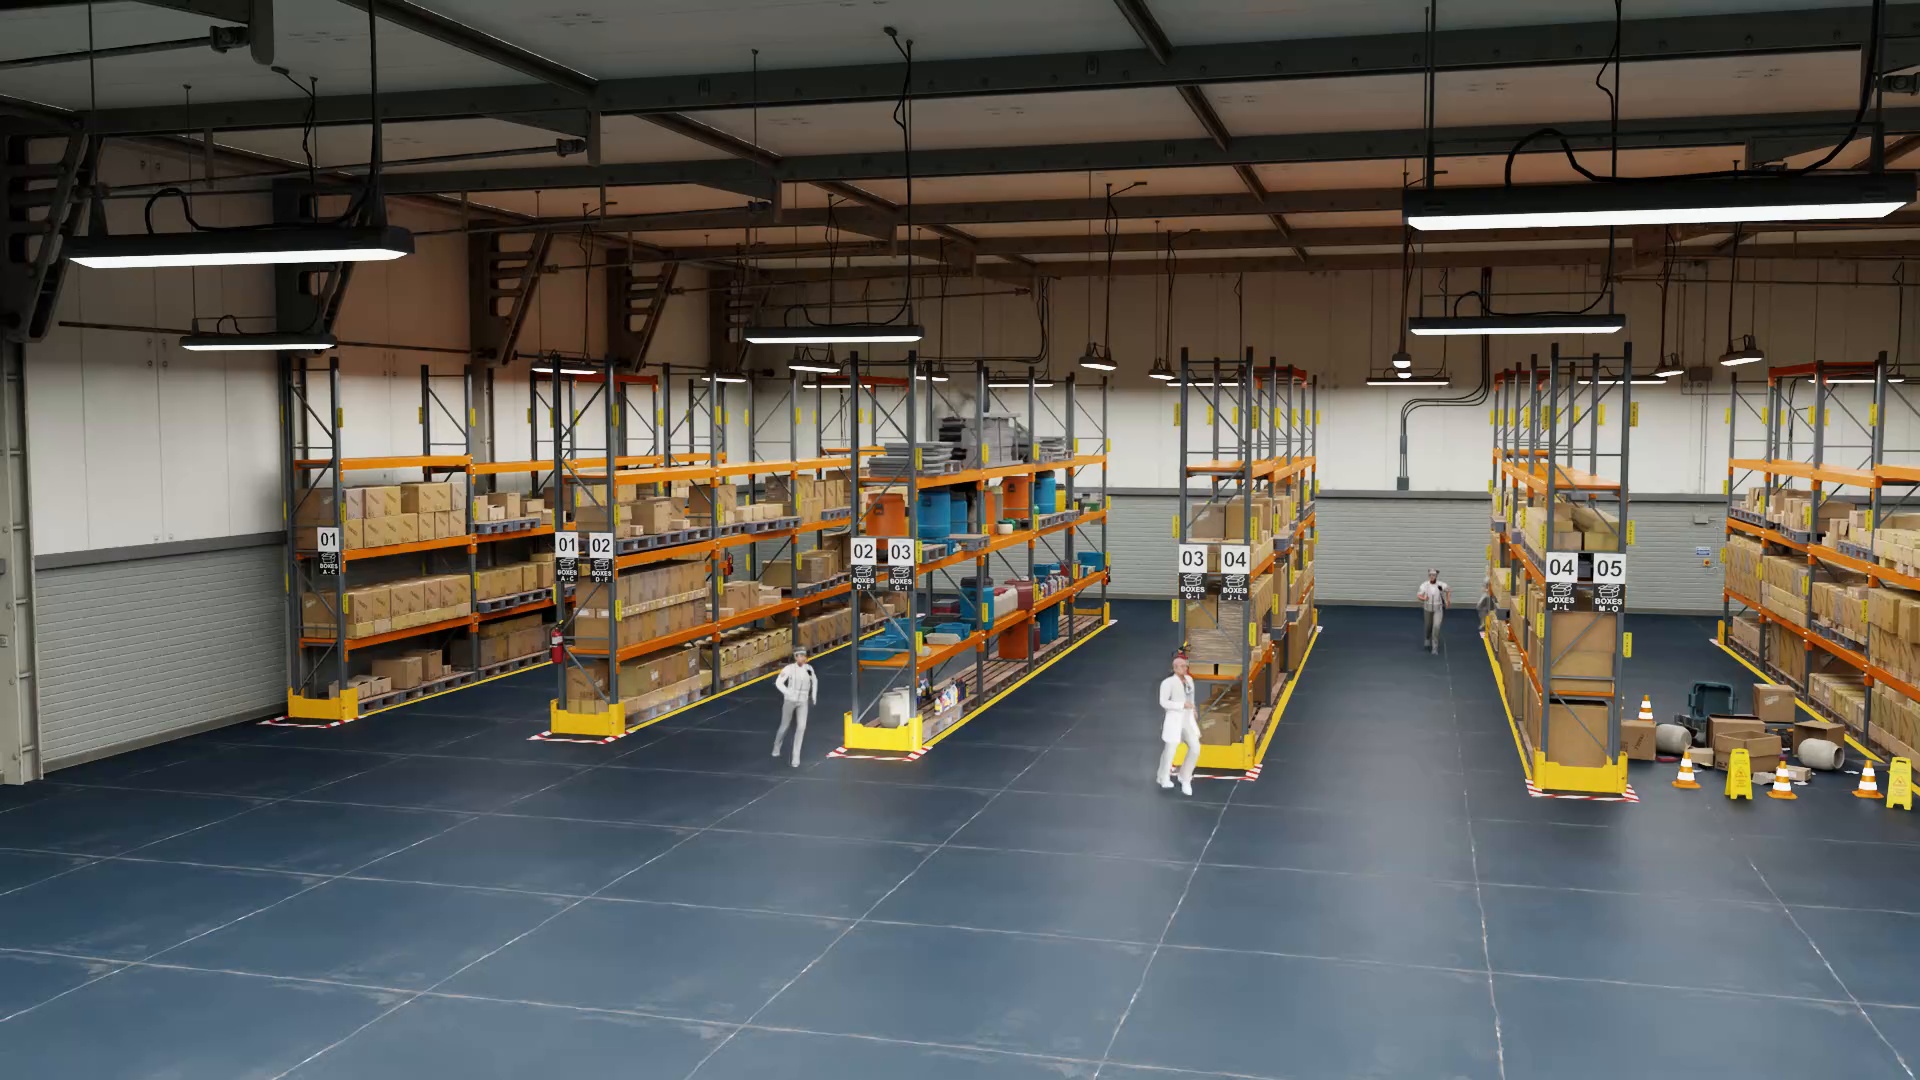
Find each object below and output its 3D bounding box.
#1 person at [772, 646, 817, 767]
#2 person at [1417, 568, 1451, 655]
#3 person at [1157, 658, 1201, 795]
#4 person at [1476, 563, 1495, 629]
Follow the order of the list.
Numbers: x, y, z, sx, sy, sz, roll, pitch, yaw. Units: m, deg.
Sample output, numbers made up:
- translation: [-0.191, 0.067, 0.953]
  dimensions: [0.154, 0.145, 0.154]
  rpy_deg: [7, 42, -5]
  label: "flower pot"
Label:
- translation: [-2.371, 2.389, 24.262]
  dimensions: [0.678, 1.705, 0.828]
  rpy_deg: [-1, 4, -18]
  label: "person"
- translation: [10.146, 1.504, 35.621]
  dimensions: [0.672, 1.821, 0.980]
  rpy_deg: [2, 4, 21]
  label: "person"
- translation: [2.952, 2.512, 22.264]
  dimensions: [0.705, 1.783, 0.775]
  rpy_deg: [-2, 5, -28]
  label: "person"
- translation: [12.537, 1.337, 39.177]
  dimensions: [0.655, 1.618, 0.741]
  rpy_deg: [0, 4, 6]
  label: "person"
